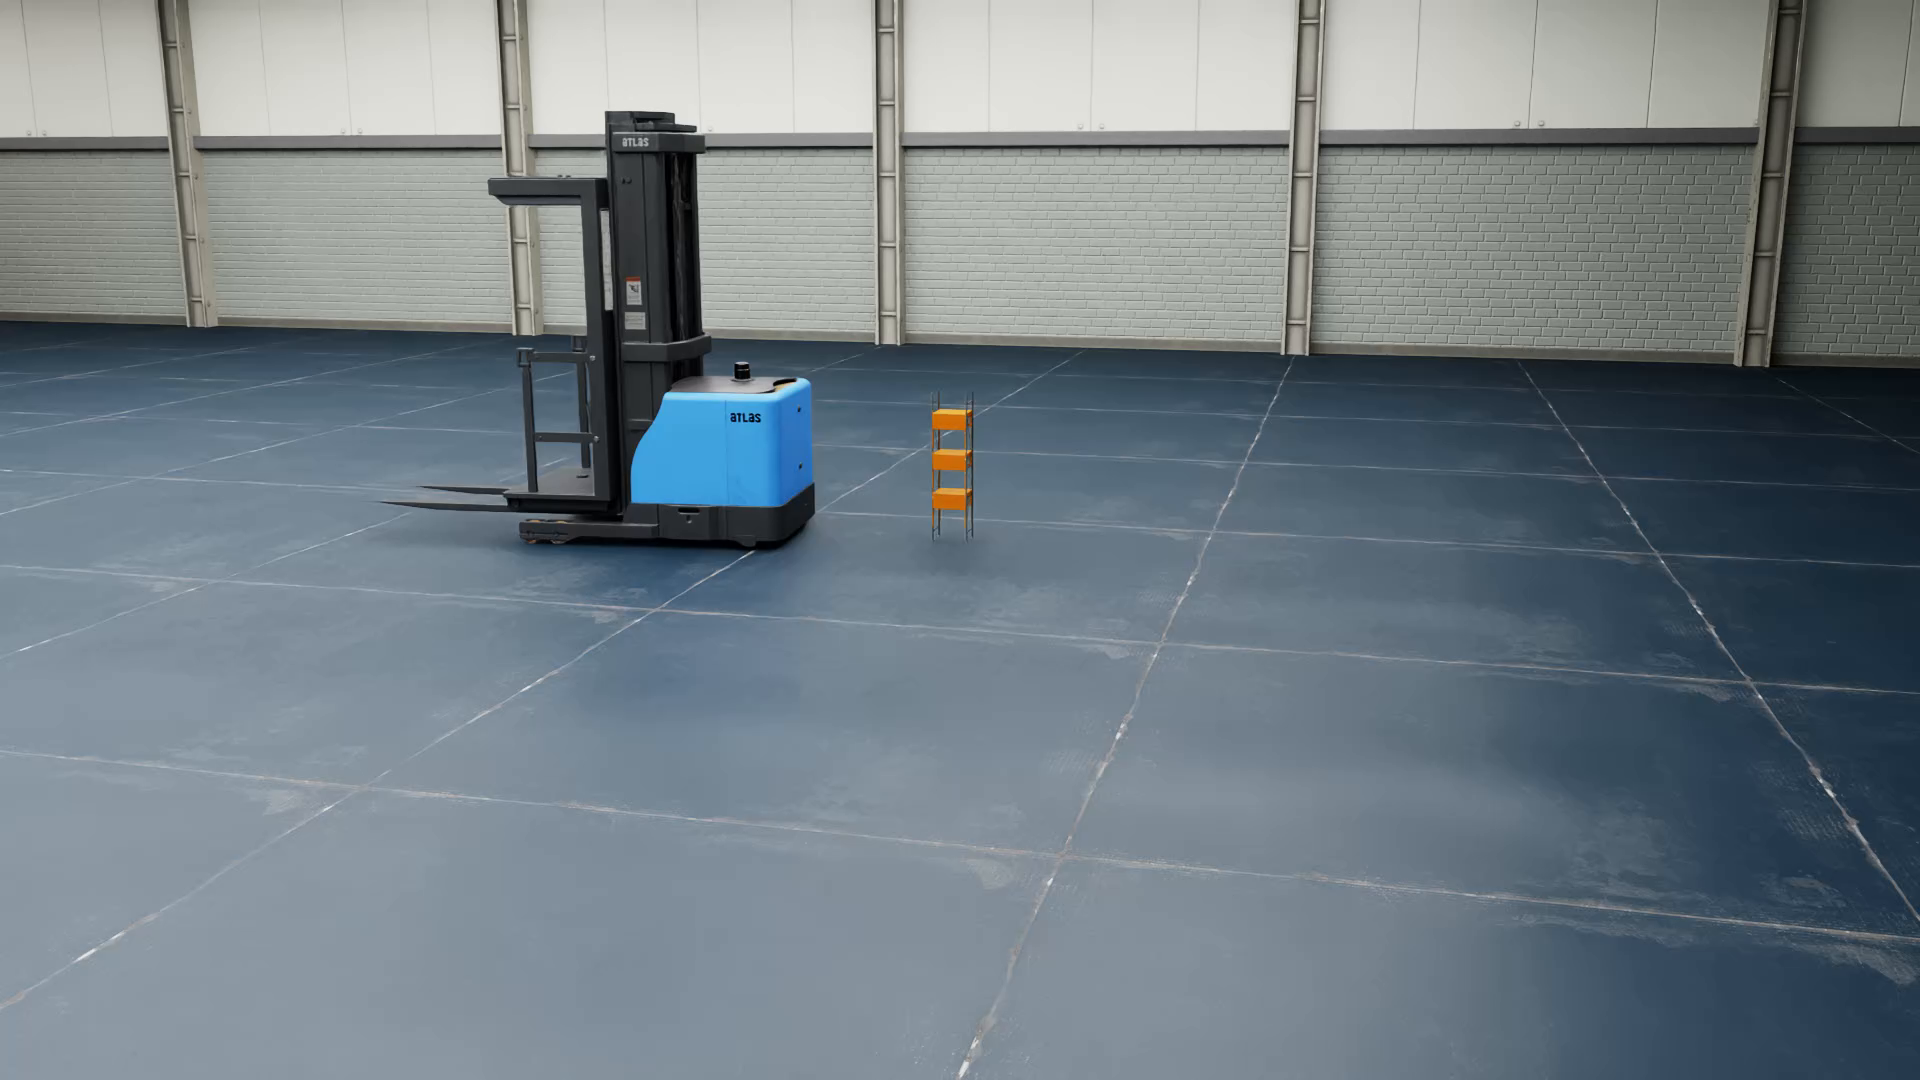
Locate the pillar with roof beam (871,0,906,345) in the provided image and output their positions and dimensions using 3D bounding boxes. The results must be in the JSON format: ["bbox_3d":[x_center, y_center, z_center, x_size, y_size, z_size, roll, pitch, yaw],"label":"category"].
[{"bbox_3d":[-2.079,-6.451,20.036,0.400,9.000,9.100,3,13,14],"label":"pillar with roof beam"}]

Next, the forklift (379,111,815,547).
[{"bbox_3d":[-2.630,-1.510,11.772,3.031,2.935,1.130,2,13,9],"label":"forklift"}]

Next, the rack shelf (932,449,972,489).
[{"bbox_3d":[-0.052,-0.505,11.635,0.240,0.259,0.215,3,13,14],"label":"rack shelf"}]

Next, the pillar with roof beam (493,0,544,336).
[{"bbox_3d":[-7.905,-6.763,21.440,0.400,9.000,9.100,3,13,14],"label":"pillar with roof beam"}]

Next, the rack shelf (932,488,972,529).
[{"bbox_3d":[-0.052,-0.234,11.695,0.240,0.259,0.215,3,13,14],"label":"rack shelf"}]

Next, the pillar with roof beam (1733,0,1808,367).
[{"bbox_3d":[9.571,-5.829,17.230,0.400,9.000,9.100,3,13,14],"label":"pillar with roof beam"}]

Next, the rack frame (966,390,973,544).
[{"bbox_3d":[0.067,-0.509,11.604,0.008,1.050,0.200,3,13,14],"label":"rack frame"}]

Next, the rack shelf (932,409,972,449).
[{"bbox_3d":[-0.052,-0.782,11.573,0.240,0.259,0.215,3,13,14],"label":"rack shelf"}]

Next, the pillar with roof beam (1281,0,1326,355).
[{"bbox_3d":[3.746,-6.140,18.633,0.400,9.000,9.100,3,13,14],"label":"pillar with roof beam"}]

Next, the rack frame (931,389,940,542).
[{"bbox_3d":[-0.170,-0.522,11.661,0.008,1.050,0.200,3,13,14],"label":"rack frame"}]

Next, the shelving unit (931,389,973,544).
[{"bbox_3d":[-0.052,-0.515,11.633,0.252,1.050,0.215,3,13,14],"label":"shelving unit"}]

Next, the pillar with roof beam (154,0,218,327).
[{"bbox_3d":[-13.730,-7.074,22.843,0.400,9.000,9.100,3,13,14],"label":"pillar with roof beam"}]
